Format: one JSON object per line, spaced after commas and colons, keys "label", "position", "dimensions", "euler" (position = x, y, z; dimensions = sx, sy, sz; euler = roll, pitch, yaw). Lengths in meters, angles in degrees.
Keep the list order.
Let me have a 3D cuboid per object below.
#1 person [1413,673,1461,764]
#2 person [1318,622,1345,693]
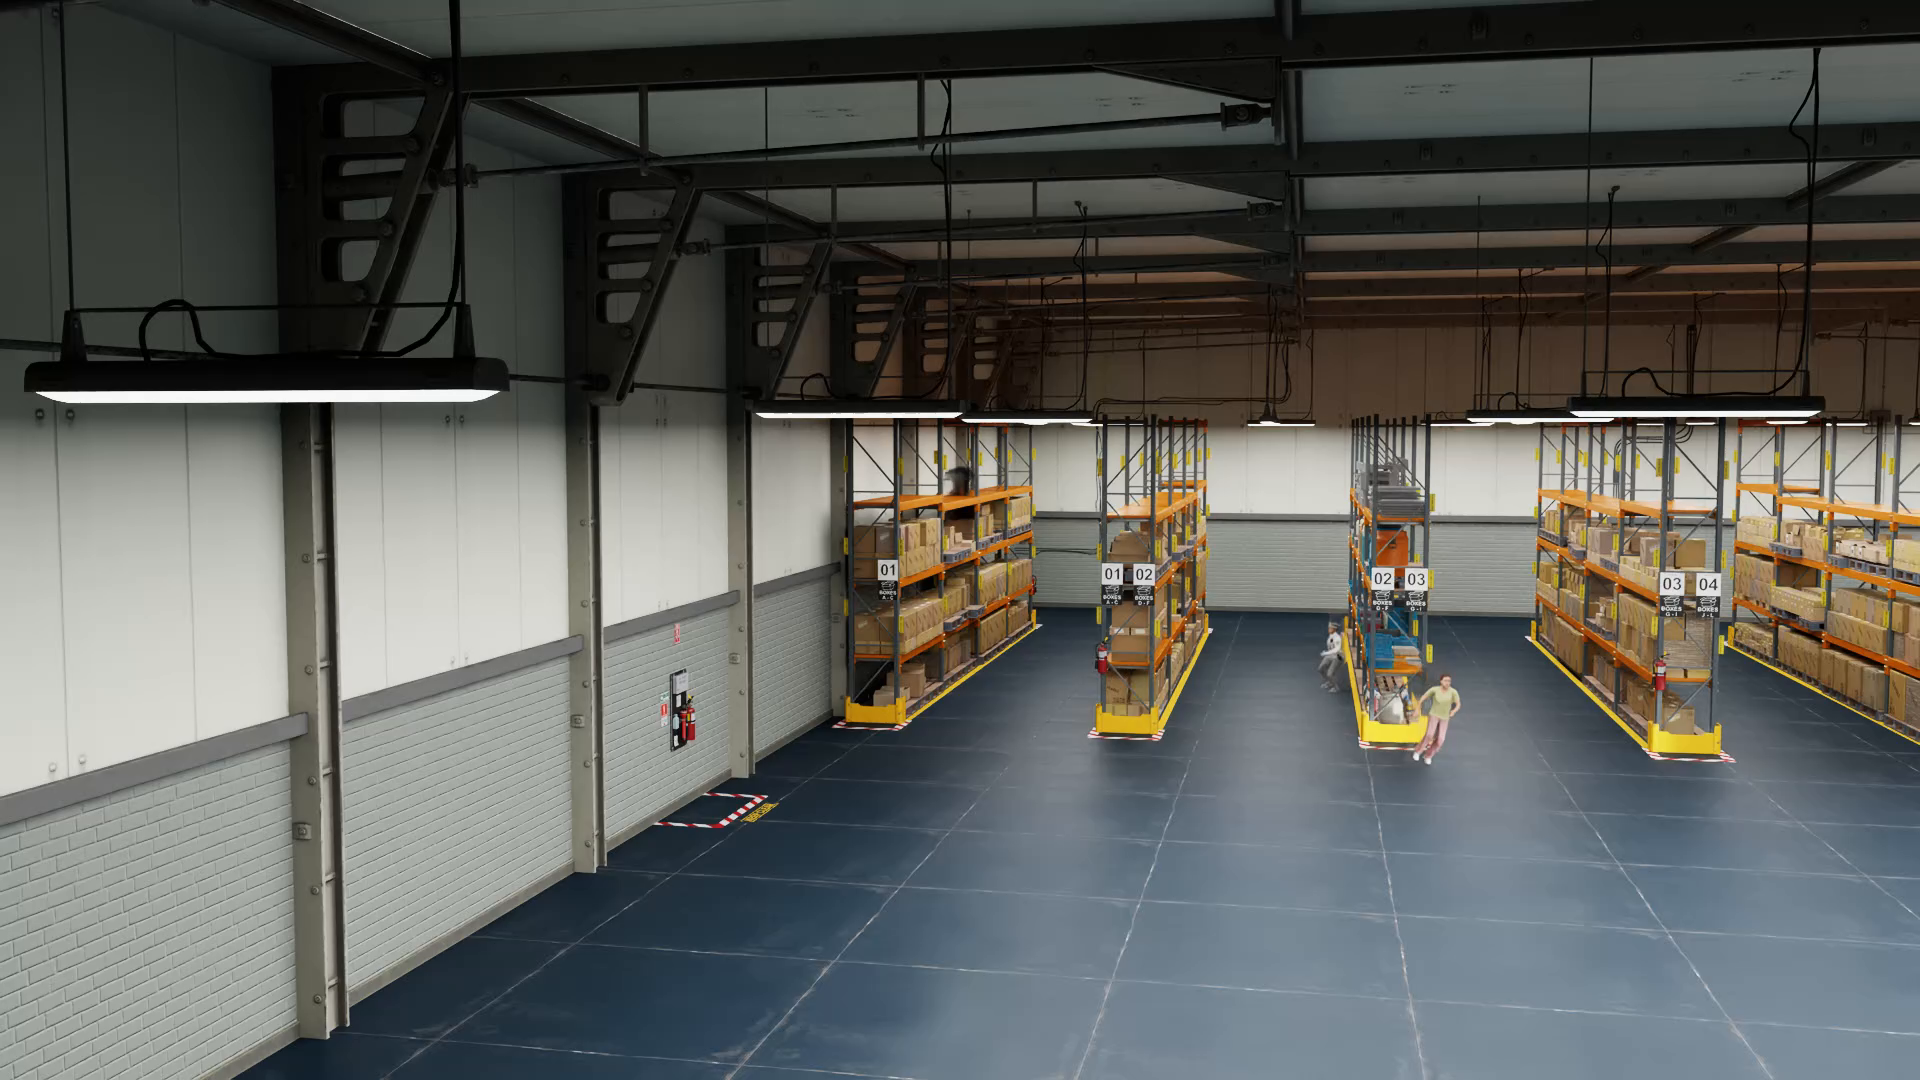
{"label": "person", "position": [8.161, 3.060, 28.442], "dimensions": [0.793, 1.589, 0.573], "euler": [0, 4, -1]}
{"label": "person", "position": [8.020, 2.548, 36.047], "dimensions": [0.598, 1.597, 0.806], "euler": [-1, 4, -18]}
